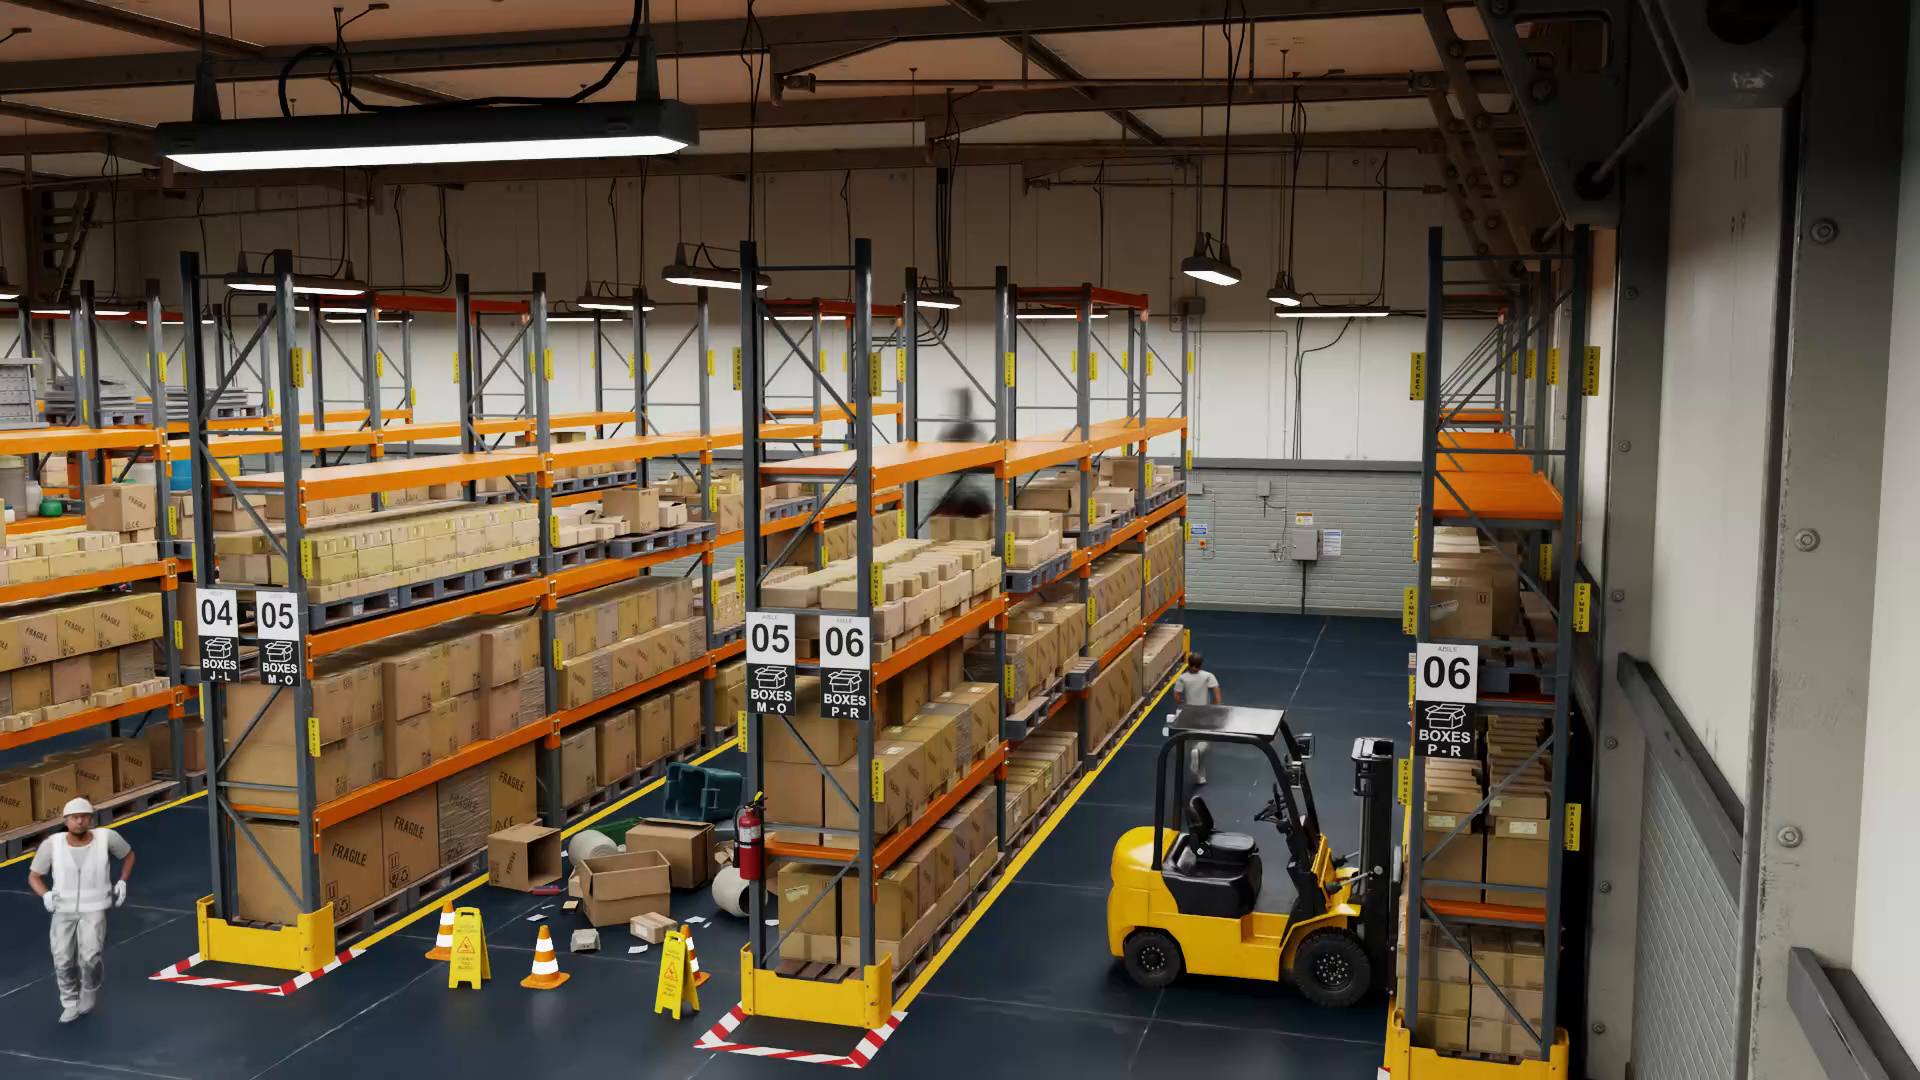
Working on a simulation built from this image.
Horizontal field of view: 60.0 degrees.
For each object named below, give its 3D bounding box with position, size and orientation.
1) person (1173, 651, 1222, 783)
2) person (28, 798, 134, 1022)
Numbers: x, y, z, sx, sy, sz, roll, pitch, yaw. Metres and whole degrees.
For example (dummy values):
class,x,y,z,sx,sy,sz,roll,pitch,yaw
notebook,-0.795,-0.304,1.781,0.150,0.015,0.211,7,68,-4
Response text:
class,x,y,z,sx,sy,sz,roll,pitch,yaw
person,2.838,2.159,19.927,0.593,1.625,0.681,2,7,16
person,-6.791,2.866,12.851,0.717,1.753,0.618,-2,7,-20
